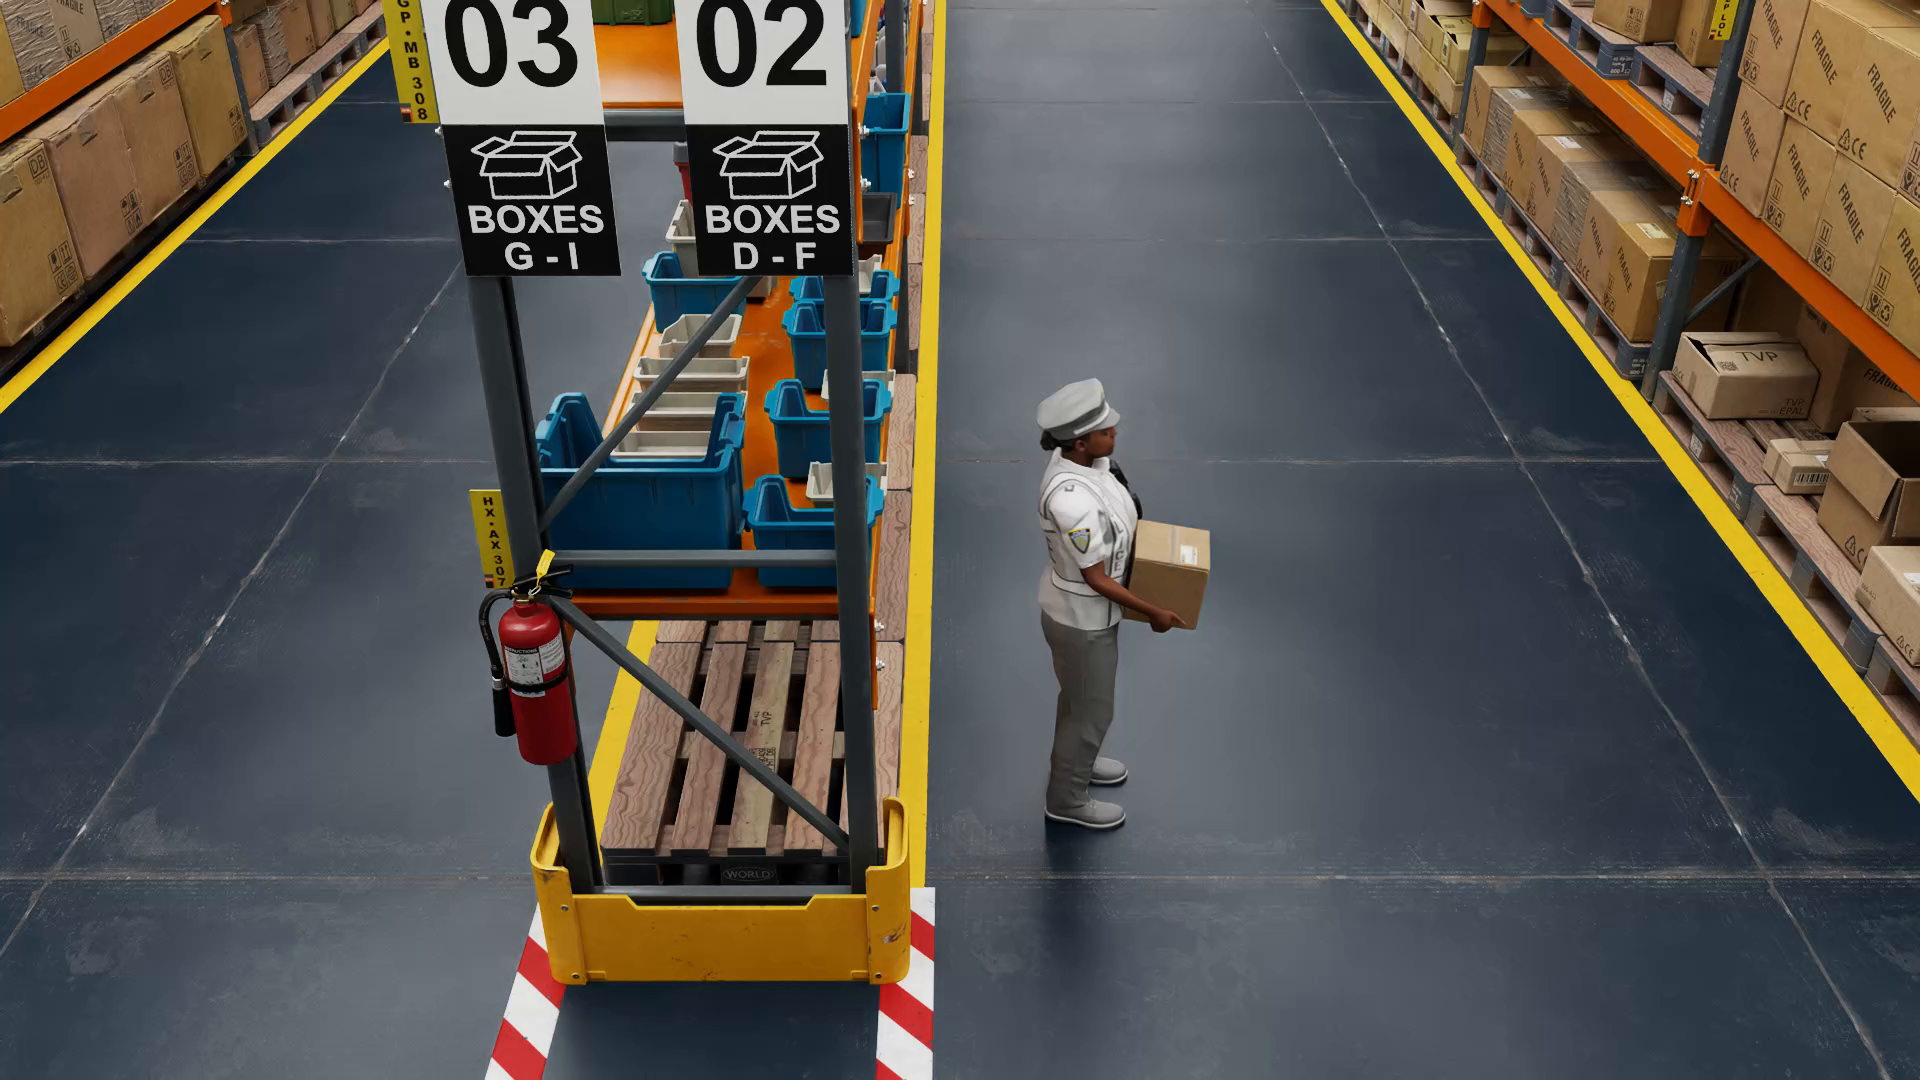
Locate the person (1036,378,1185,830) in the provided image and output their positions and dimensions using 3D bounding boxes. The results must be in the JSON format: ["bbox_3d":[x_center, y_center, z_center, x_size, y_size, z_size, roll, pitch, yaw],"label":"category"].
[{"bbox_3d":[0.509,0.237,5.739,0.531,1.687,0.451,4,32,6],"label":"person"}]
